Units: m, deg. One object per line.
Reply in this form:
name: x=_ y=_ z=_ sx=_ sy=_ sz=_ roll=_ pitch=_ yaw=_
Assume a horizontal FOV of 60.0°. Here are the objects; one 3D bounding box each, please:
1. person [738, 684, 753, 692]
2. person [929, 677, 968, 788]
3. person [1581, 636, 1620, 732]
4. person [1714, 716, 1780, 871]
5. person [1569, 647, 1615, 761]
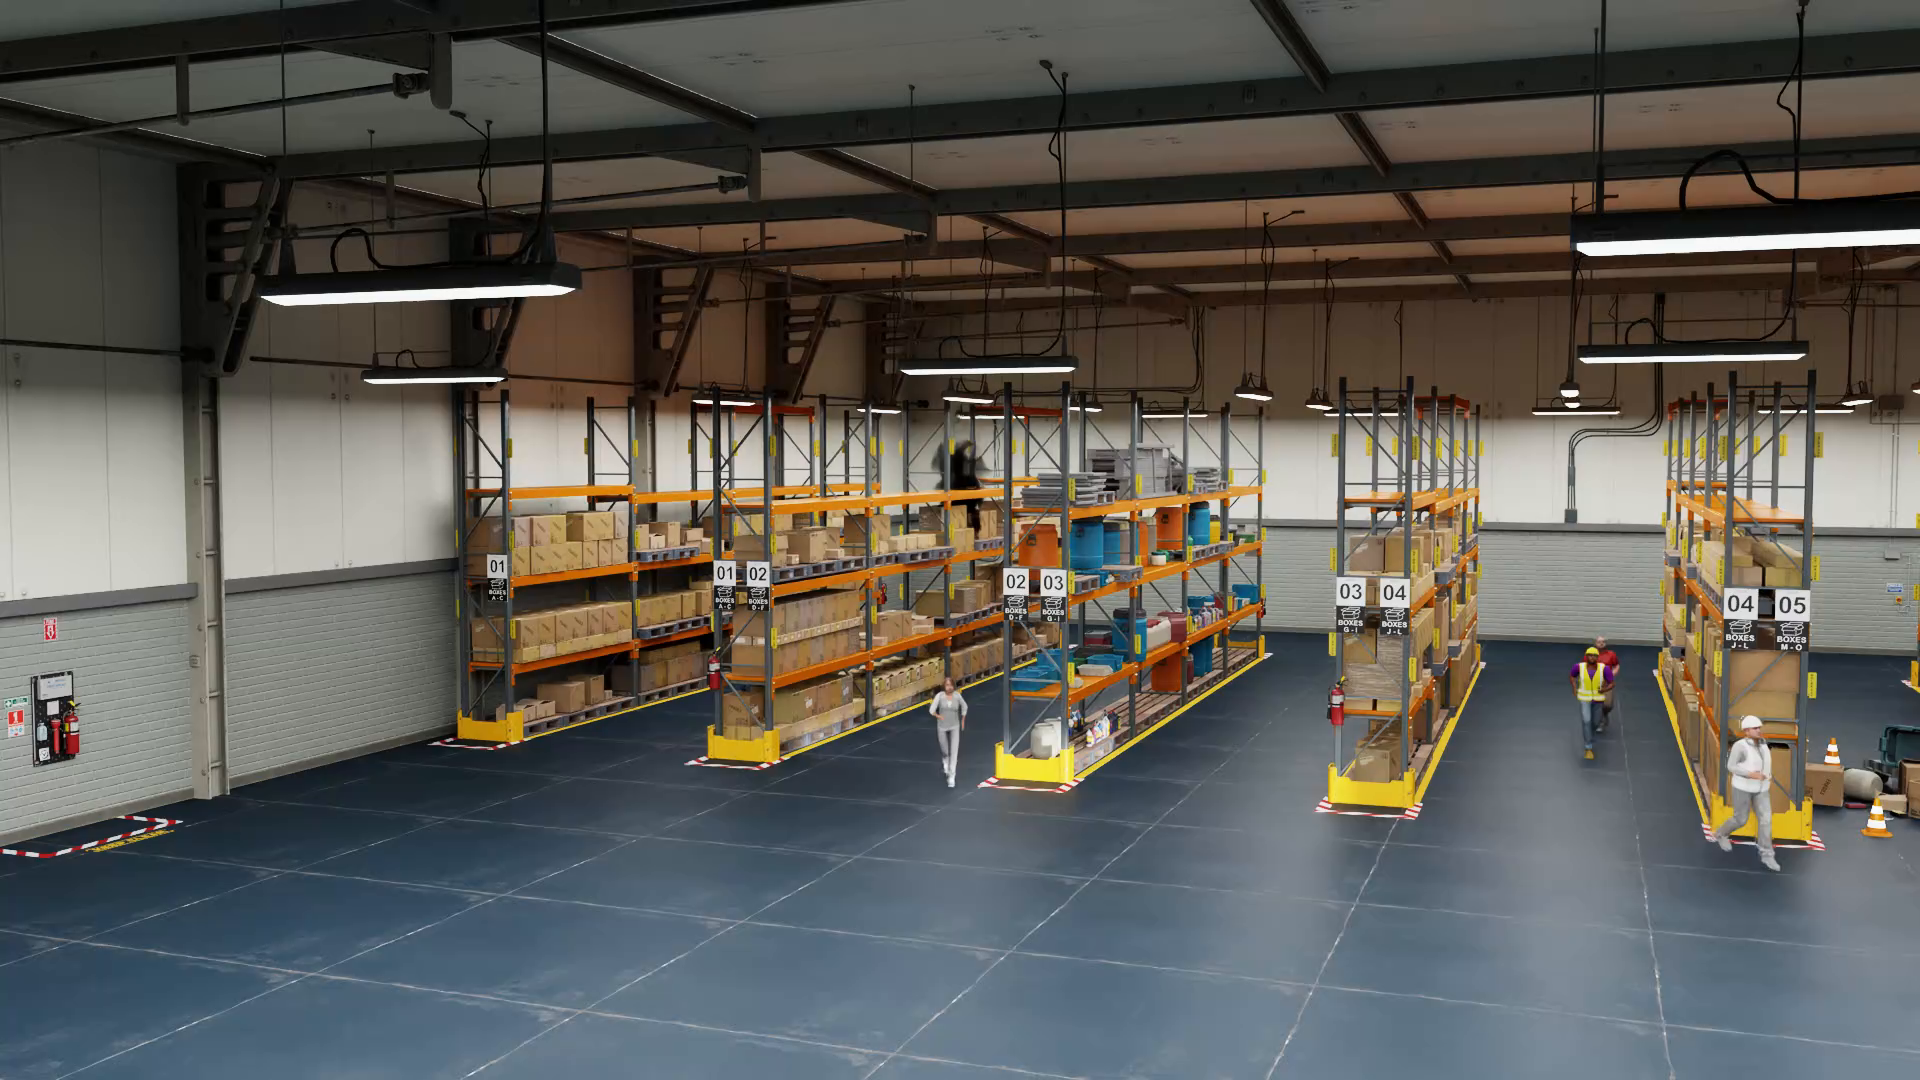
person: x=-4.011 y=2.504 z=31.192 sx=0.529 sy=1.554 sz=0.549 roll=0 pitch=3 yaw=9
person: x=-0.170 y=2.842 z=24.912 sx=0.577 sy=1.597 sz=0.828 roll=0 pitch=3 yaw=-2
person: x=11.331 y=2.540 z=29.433 sx=0.660 sy=1.674 sz=0.626 roll=1 pitch=3 yaw=15
person: x=9.501 y=2.998 z=20.023 sx=0.667 sy=1.787 sz=0.973 roll=-1 pitch=3 yaw=-14
person: x=10.332 y=2.631 z=27.163 sx=0.652 sy=1.779 sz=1.143 roll=1 pitch=3 yaw=10
